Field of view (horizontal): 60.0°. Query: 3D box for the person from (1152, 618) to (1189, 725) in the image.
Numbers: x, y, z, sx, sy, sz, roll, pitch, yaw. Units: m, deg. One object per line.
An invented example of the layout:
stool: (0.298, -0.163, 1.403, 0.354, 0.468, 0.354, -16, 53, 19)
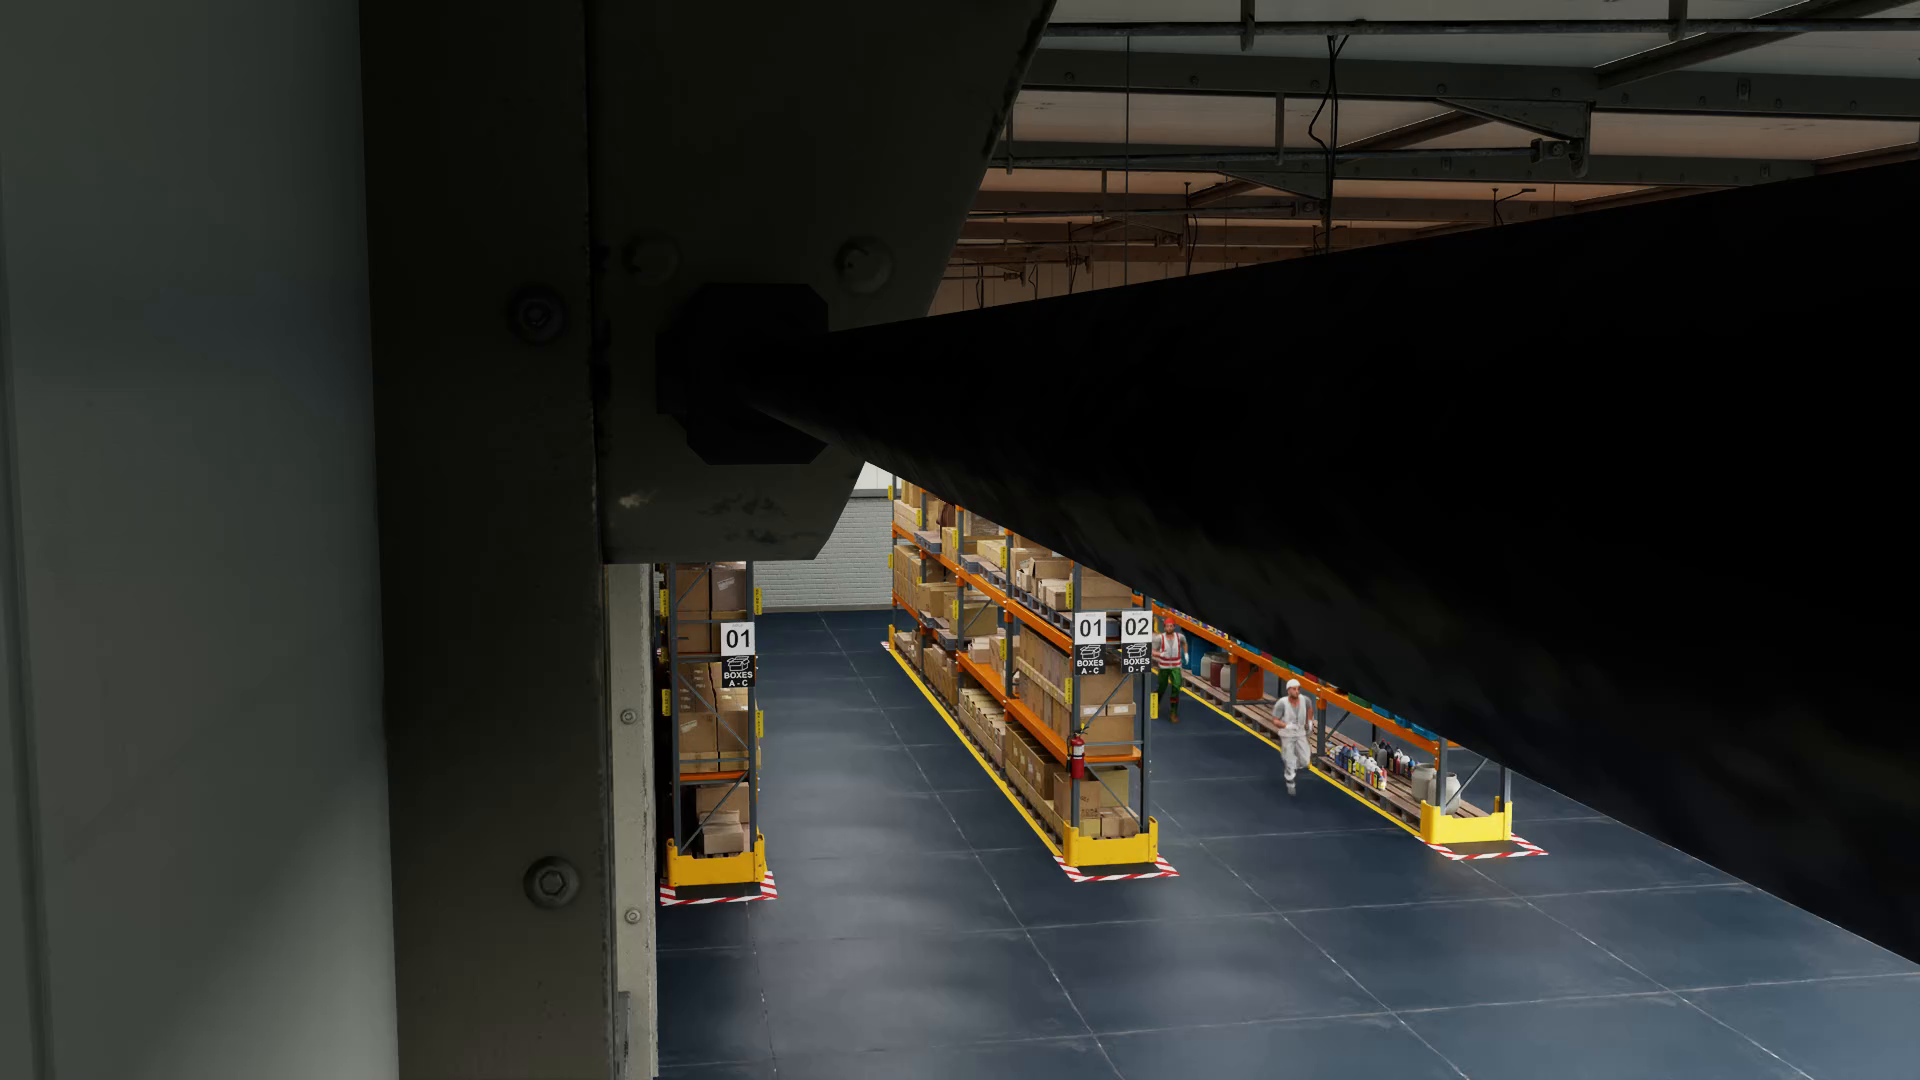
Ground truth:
person: (3.695, 2.265, 29.364, 0.675, 1.817, 0.973, 0, 6, -1)

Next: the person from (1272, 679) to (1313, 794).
person: (4.871, 2.869, 24.096, 0.709, 1.728, 0.643, -1, 6, -12)
